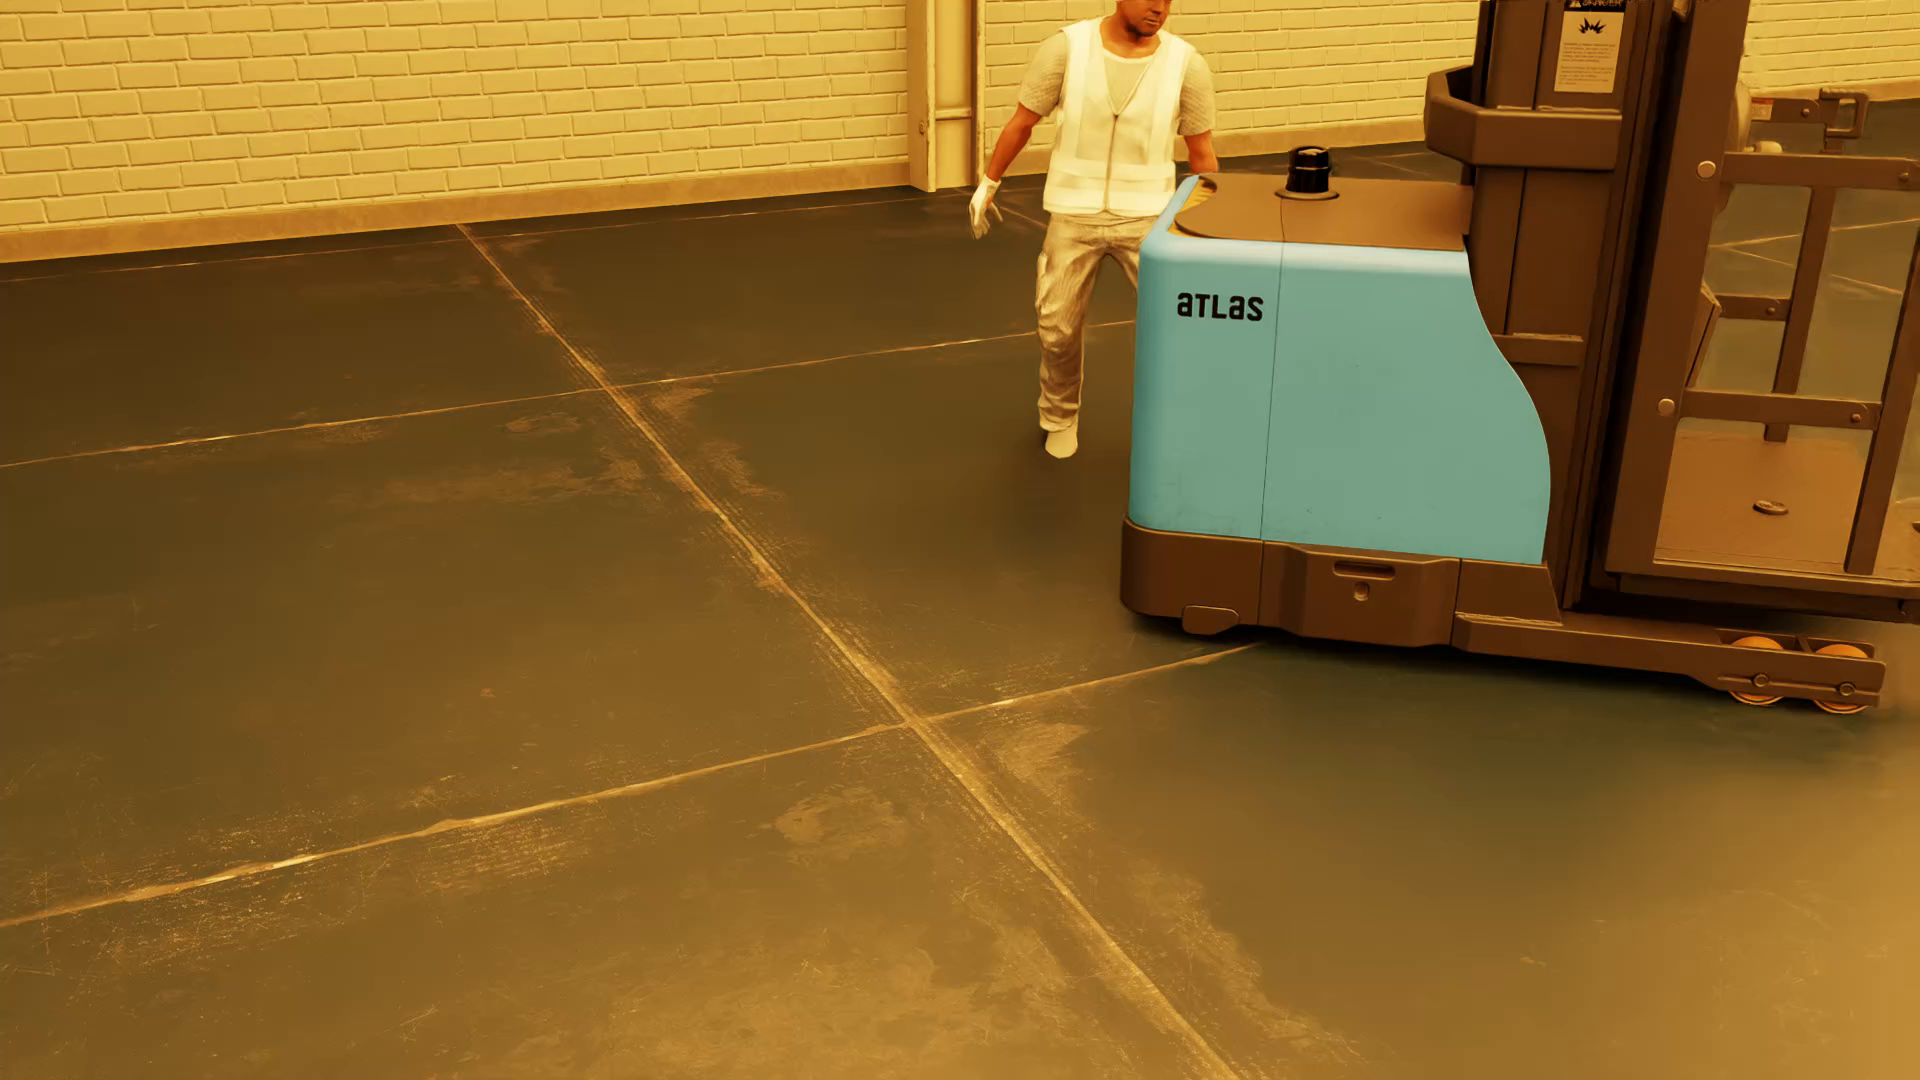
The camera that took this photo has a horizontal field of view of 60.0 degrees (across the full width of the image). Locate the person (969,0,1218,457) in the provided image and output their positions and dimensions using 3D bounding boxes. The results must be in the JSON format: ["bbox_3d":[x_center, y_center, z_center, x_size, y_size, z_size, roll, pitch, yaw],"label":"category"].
[{"bbox_3d":[0.477,-1.074,5.514,0.907,1.754,0.484,3,23,7],"label":"person"}]

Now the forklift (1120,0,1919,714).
[{"bbox_3d":[2.010,-1.152,4.058,3.031,2.935,1.130,5,23,13],"label":"forklift"}]
